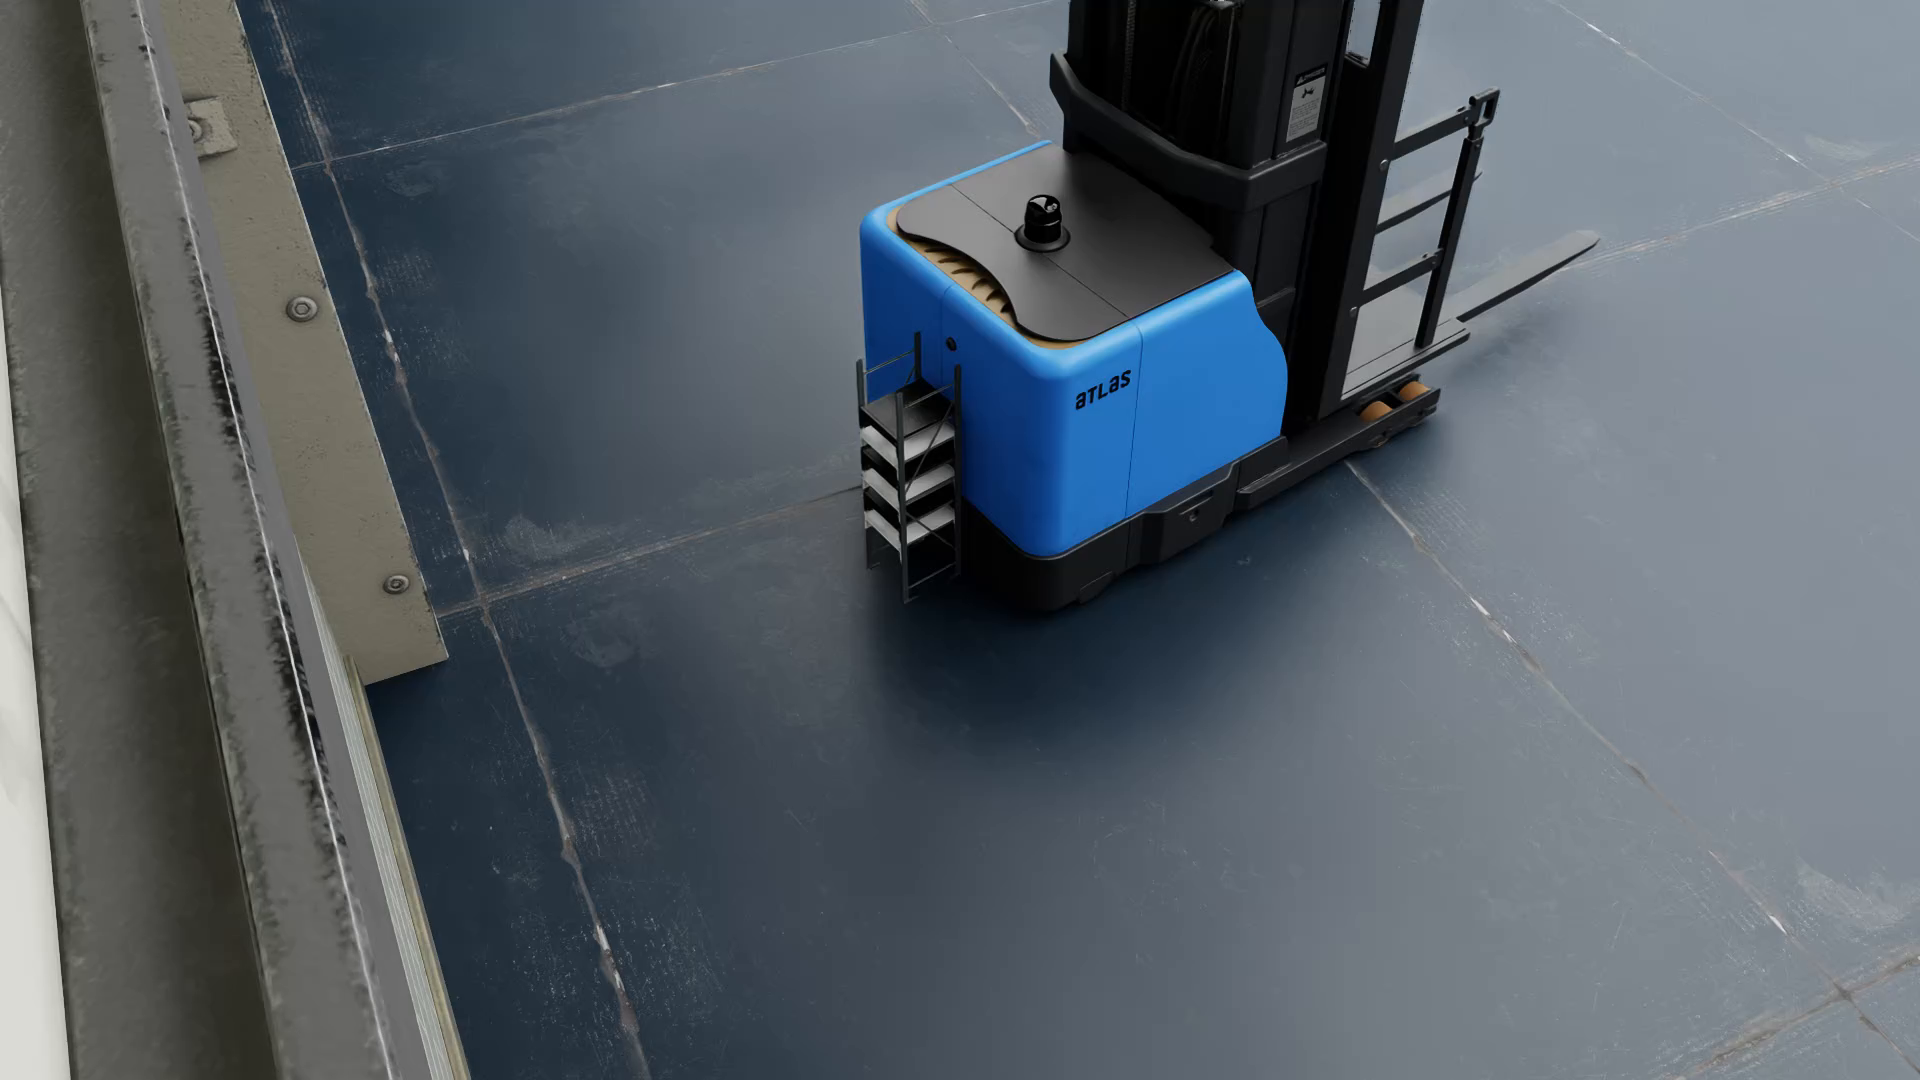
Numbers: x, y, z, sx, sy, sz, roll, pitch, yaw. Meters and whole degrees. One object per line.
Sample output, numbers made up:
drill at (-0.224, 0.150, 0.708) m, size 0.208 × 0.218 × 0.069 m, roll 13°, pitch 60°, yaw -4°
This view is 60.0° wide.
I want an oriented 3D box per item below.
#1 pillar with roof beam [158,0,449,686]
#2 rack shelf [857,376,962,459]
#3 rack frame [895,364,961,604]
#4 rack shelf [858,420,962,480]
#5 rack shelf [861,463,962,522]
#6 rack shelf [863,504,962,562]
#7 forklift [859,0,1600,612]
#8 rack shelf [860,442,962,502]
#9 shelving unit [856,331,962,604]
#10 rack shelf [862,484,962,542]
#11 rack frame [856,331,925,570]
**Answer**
pillar with roof beam at (2.035, -4.173, 3.573) m, size 9.100 × 9.000 × 0.400 m, roll -18°, pitch 47°, yaw -17°
rack shelf at (-0.156, -0.383, 5.161) m, size 0.258 × 0.077 × 0.200 m, roll -28°, pitch 51°, yaw -26°
rack frame at (-0.094, -0.158, 5.270) m, size 0.240 × 0.900 × 0.006 m, roll -28°, pitch 51°, yaw -26°
rack shelf at (-0.156, -0.319, 5.224) m, size 0.258 × 0.077 × 0.200 m, roll -28°, pitch 51°, yaw -26°
rack shelf at (-0.156, -0.191, 5.351) m, size 0.258 × 0.077 × 0.200 m, roll -28°, pitch 51°, yaw -26°
rack shelf at (-0.156, -0.063, 5.477) m, size 0.258 × 0.077 × 0.200 m, roll -28°, pitch 51°, yaw -26°
forklift at (1.151, -1.656, 5.341) m, size 3.031 × 2.935 × 1.130 m, roll -27°, pitch 51°, yaw -25°
rack shelf at (-0.156, -0.255, 5.287) m, size 0.258 × 0.077 × 0.200 m, roll -28°, pitch 51°, yaw -26°
shelving unit at (-0.156, -0.215, 5.327) m, size 0.258 × 0.900 × 0.210 m, roll -28°, pitch 51°, yaw -26°
rack shelf at (-0.156, -0.127, 5.414) m, size 0.258 × 0.077 × 0.200 m, roll -28°, pitch 51°, yaw -26°
rack frame at (-0.218, -0.271, 5.384) m, size 0.240 × 0.900 × 0.006 m, roll -28°, pitch 51°, yaw -26°
